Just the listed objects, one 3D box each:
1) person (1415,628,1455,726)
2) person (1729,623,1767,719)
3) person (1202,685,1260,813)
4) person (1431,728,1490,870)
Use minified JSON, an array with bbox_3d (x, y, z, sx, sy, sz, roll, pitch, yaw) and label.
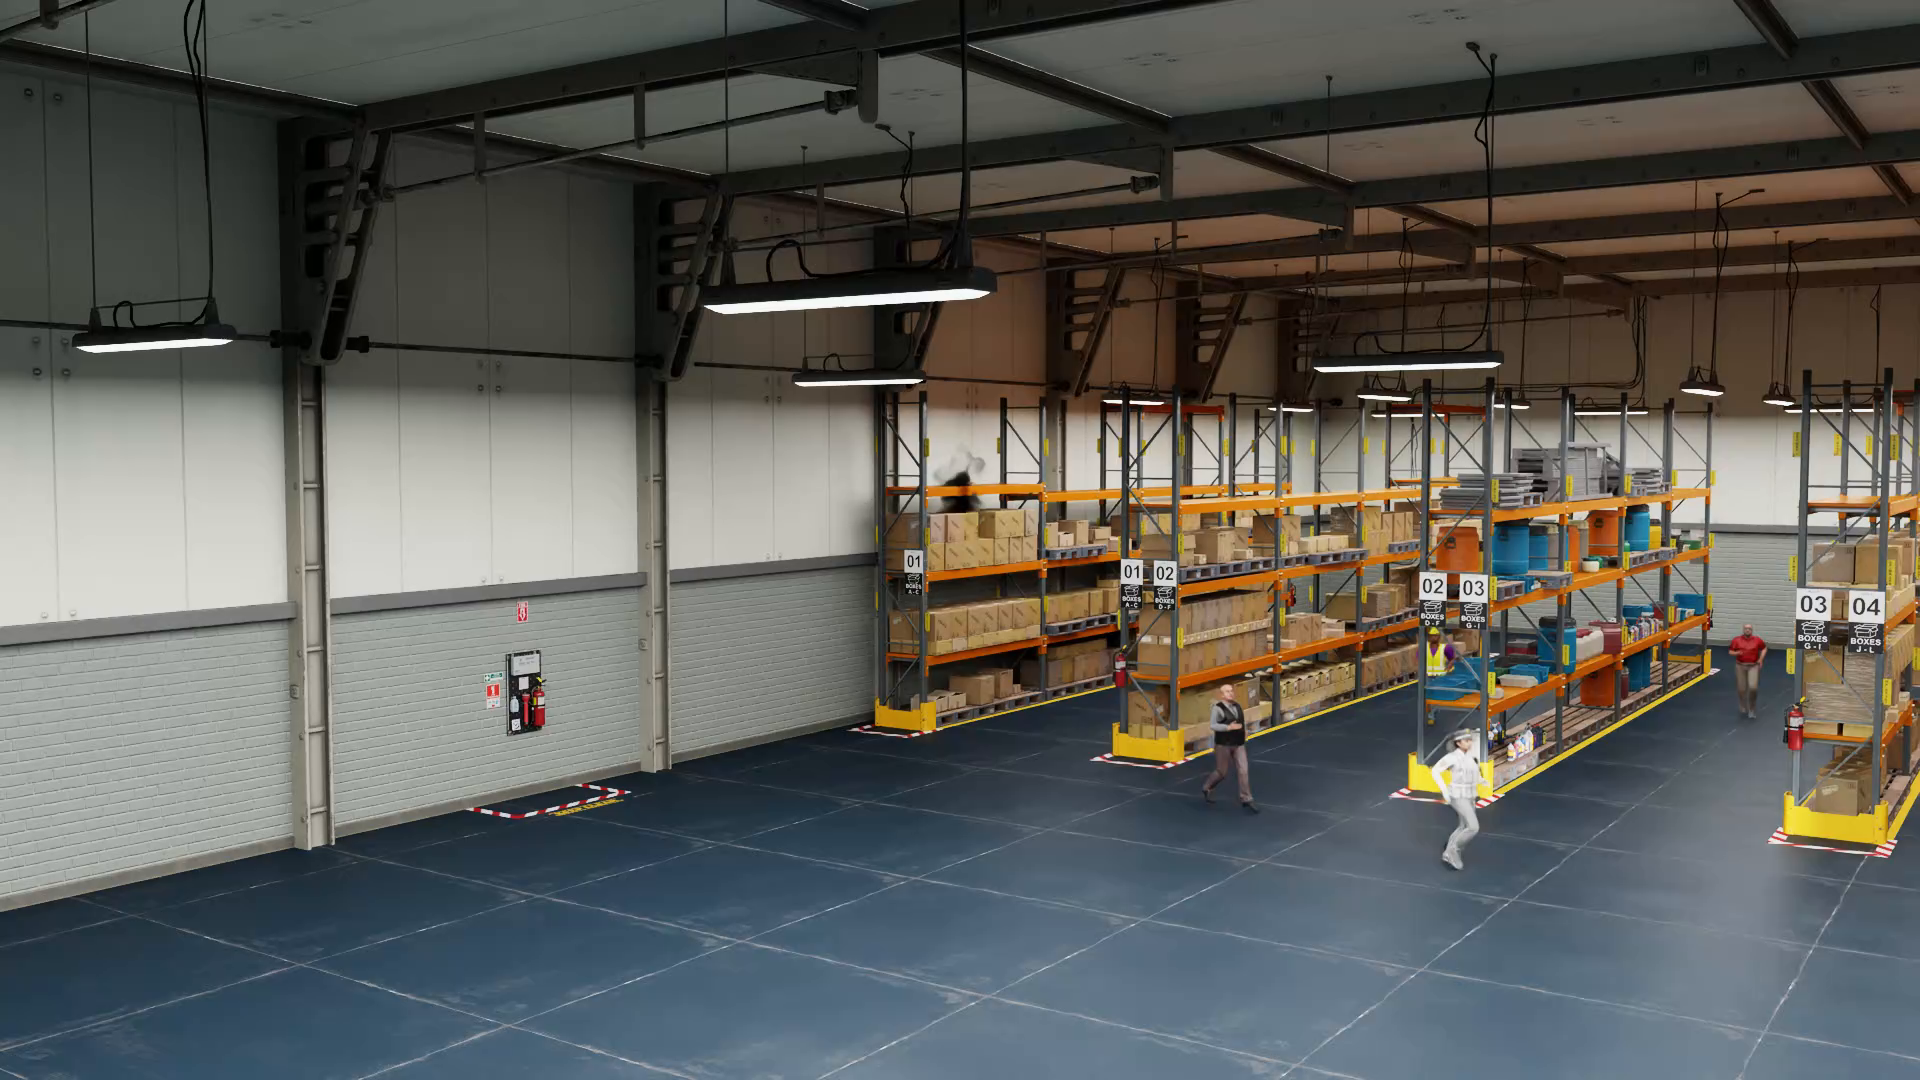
[{"bbox_3d":[8.596,2.468,30.129,0.700,1.739,0.801,1,3,21],"label":"person"},{"bbox_3d":[14.624,2.441,30.895,0.640,1.786,0.726,2,4,27],"label":"person"},{"bbox_3d":[3.748,2.847,22.959,0.665,1.692,1.025,-1,3,-25],"label":"person"},{"bbox_3d":[5.973,3.062,19.679,0.593,1.677,0.654,-2,4,-38],"label":"person"}]
